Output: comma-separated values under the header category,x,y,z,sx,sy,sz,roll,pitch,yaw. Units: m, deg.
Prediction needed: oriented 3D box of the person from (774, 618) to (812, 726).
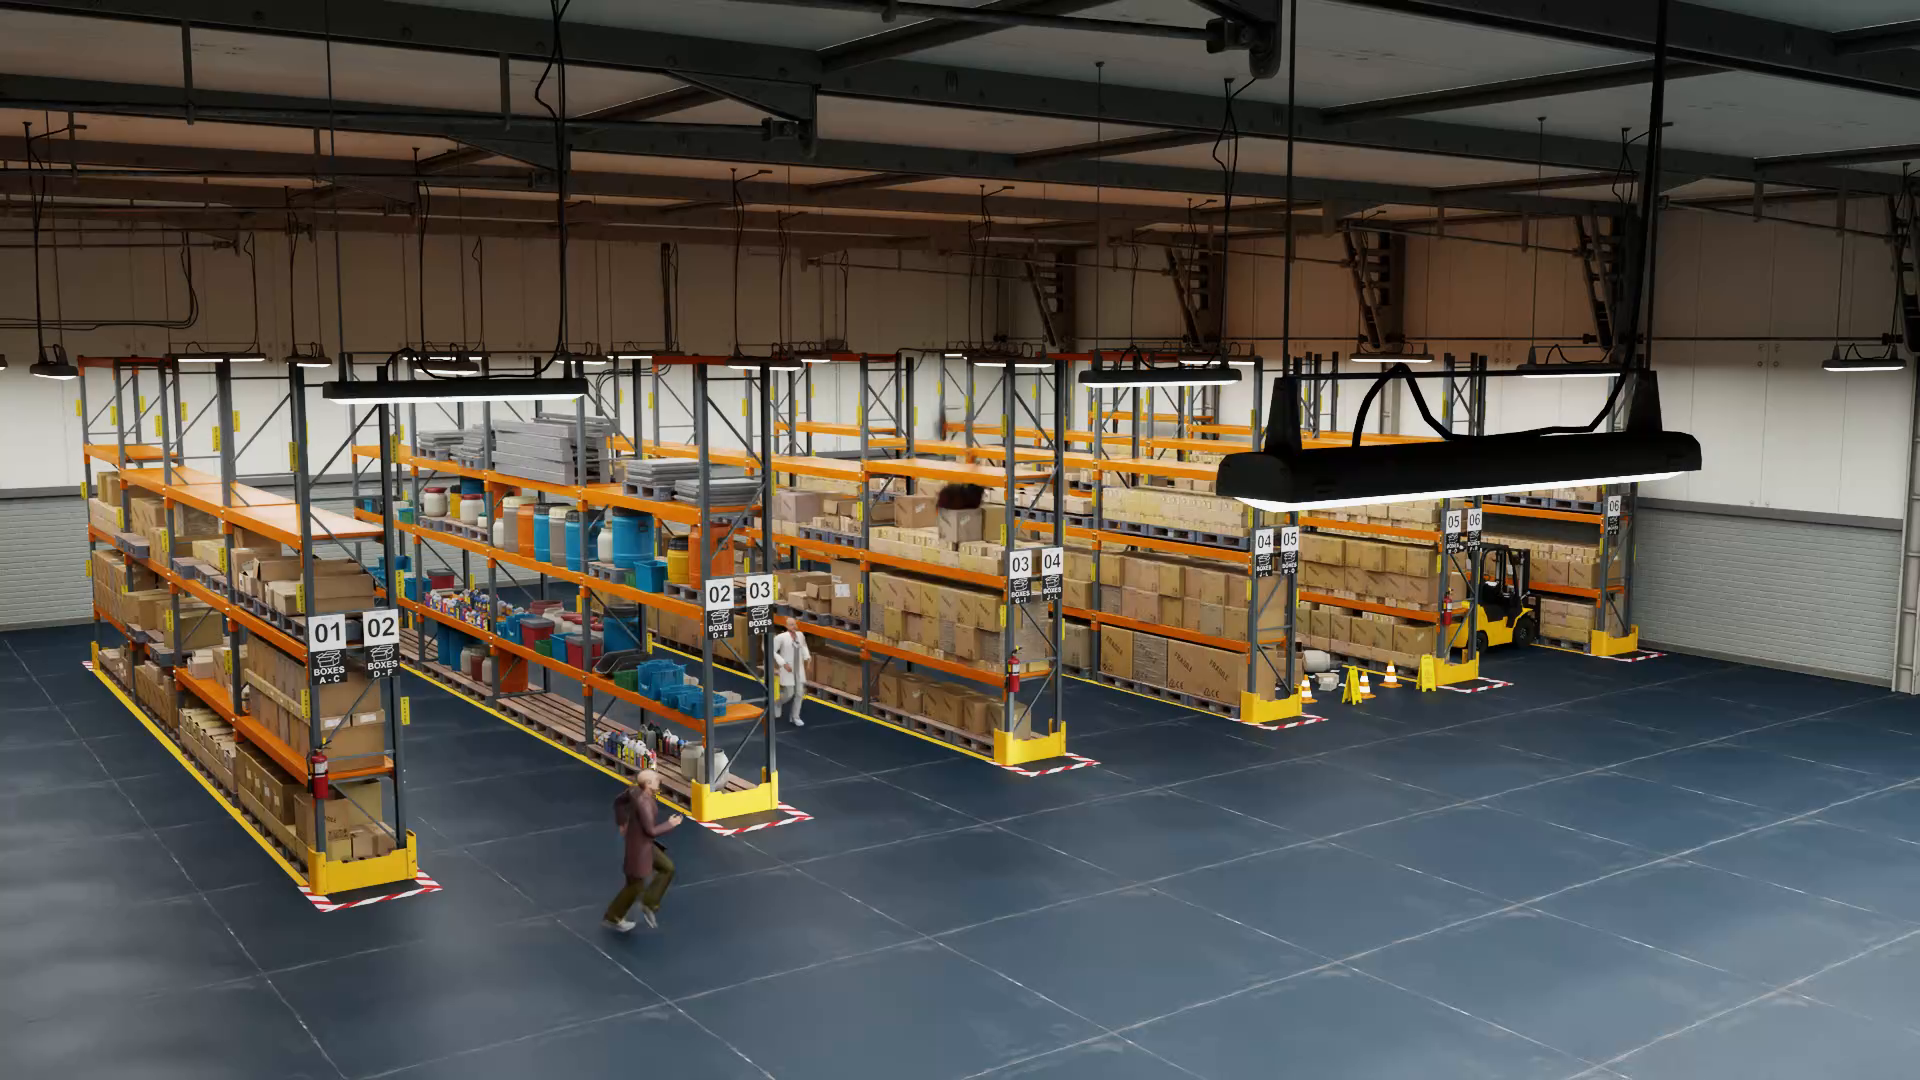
category,x,y,z,sx,sy,sz,roll,pitch,yaw
person,-2.780,2.149,27.422,0.738,1.764,0.702,-5,9,-36

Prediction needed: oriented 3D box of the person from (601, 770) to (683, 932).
category,x,y,z,sx,sy,sz,roll,pitch,yaw
person,-3.396,3.310,17.723,0.882,1.765,0.752,-2,7,-15
